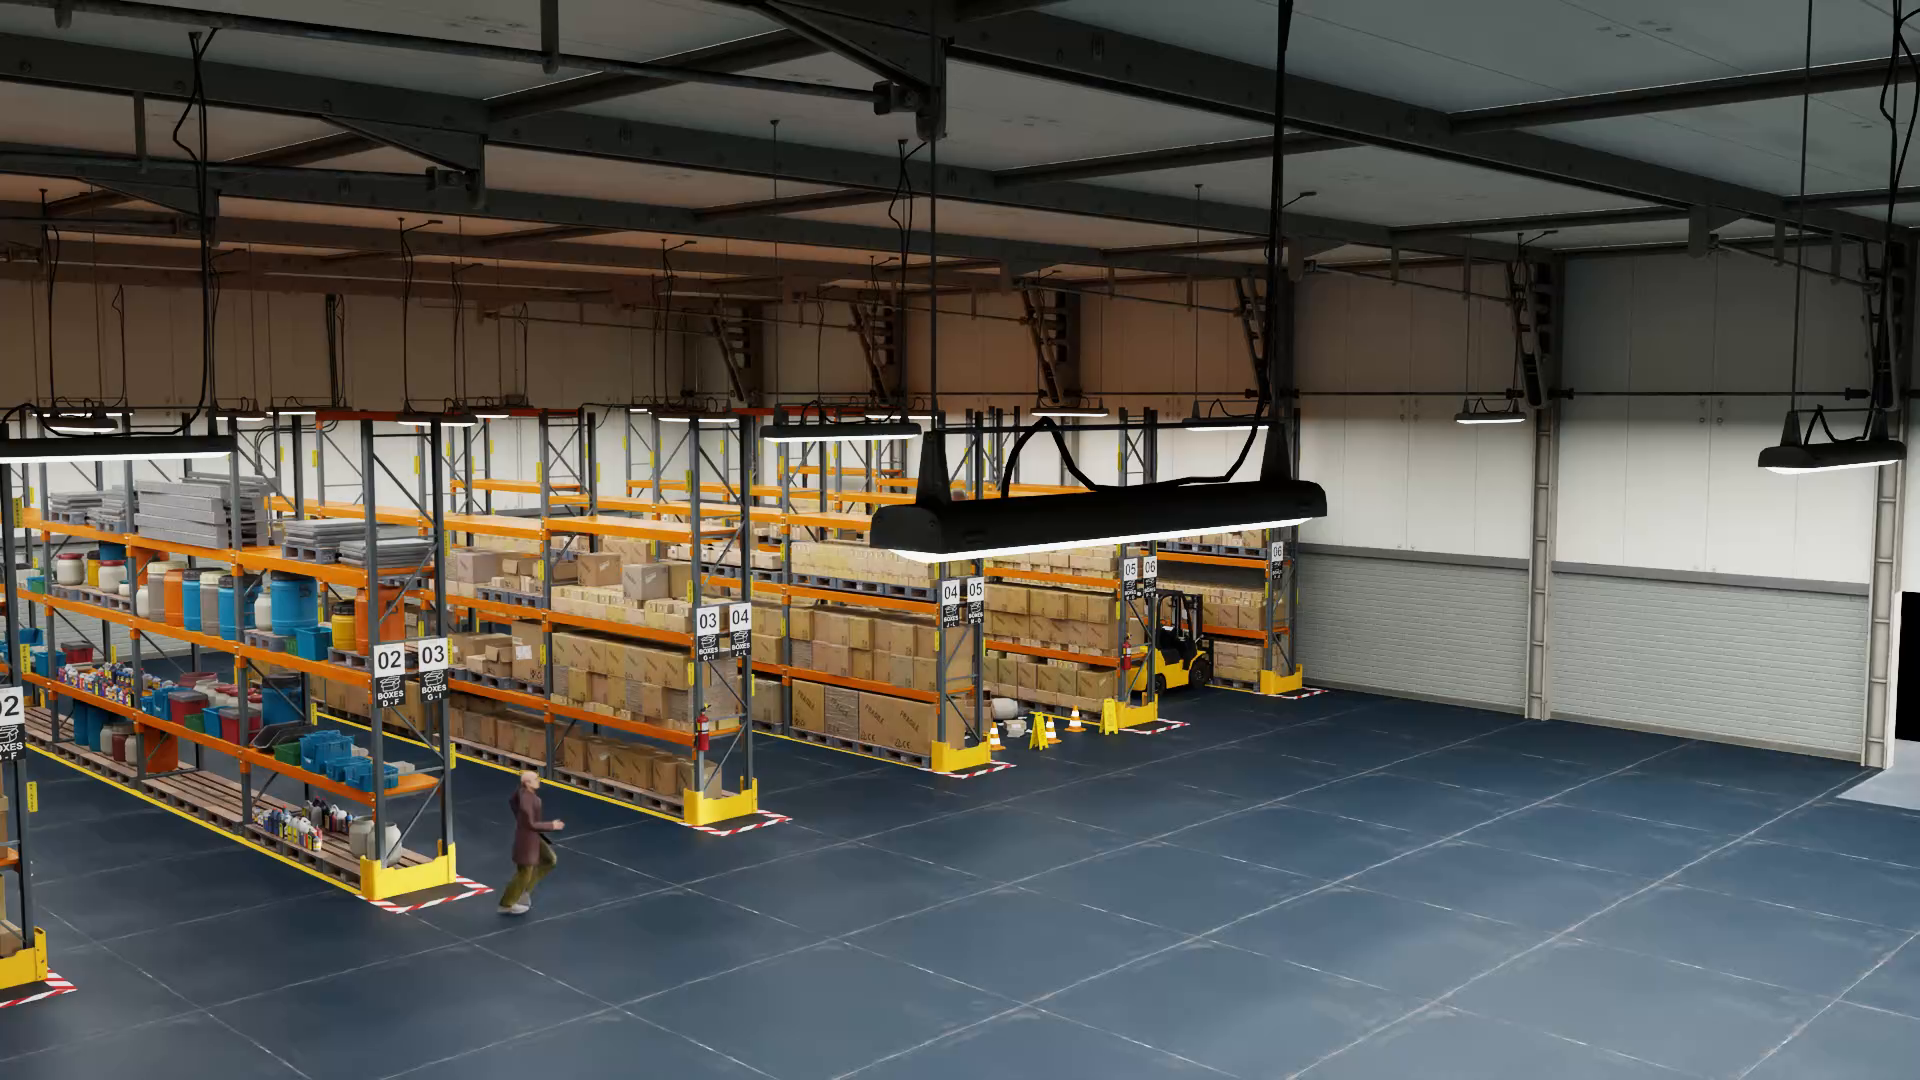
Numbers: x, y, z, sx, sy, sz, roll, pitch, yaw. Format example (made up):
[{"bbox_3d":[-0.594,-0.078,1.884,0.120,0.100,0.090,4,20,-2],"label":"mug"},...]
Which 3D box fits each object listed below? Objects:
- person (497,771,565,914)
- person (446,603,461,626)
[{"bbox_3d":[-5.230,3.657,20.273,0.827,1.733,0.739,-1,5,-10],"label":"person"},{"bbox_3d":[-12.265,1.933,40.315,0.916,1.657,0.584,-5,7,-44],"label":"person"}]
